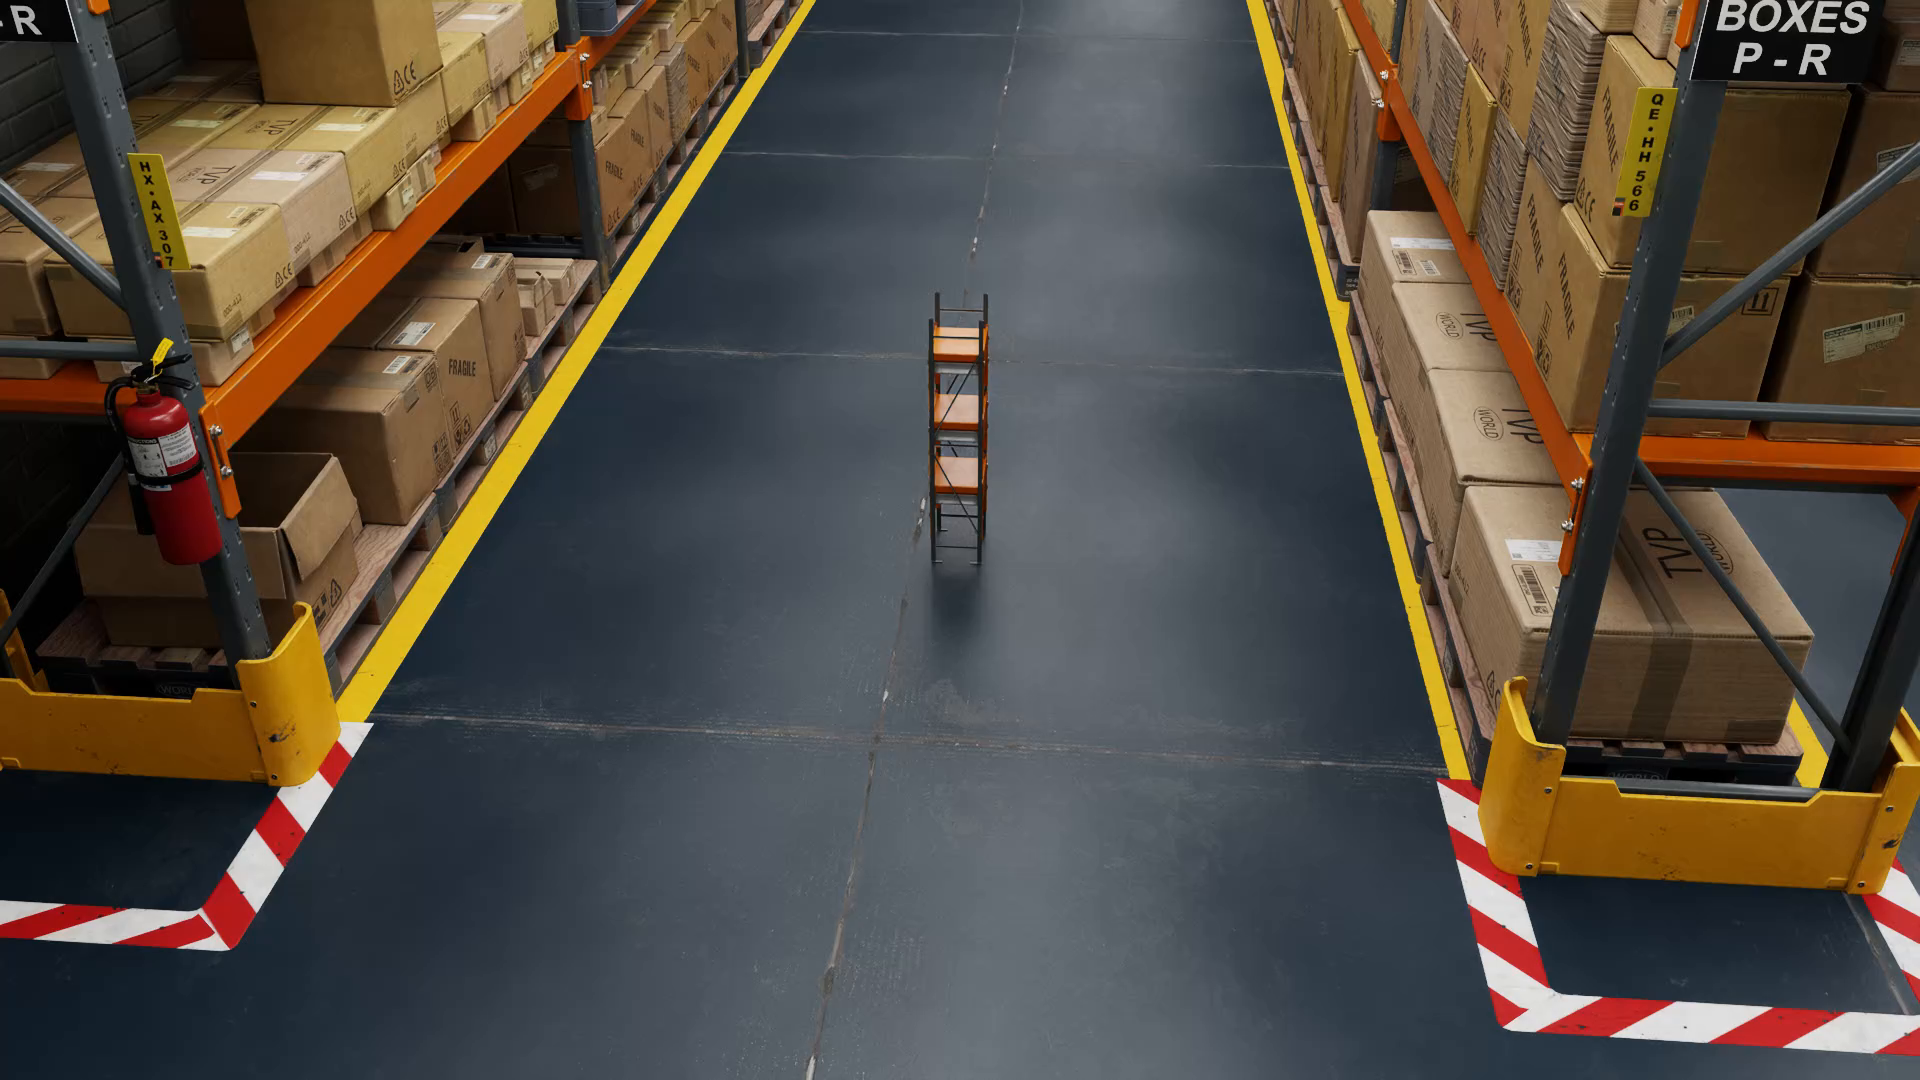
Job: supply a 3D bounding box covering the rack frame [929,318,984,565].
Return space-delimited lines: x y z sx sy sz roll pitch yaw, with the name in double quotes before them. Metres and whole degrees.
"rack frame" -0.014 -0.355 6.326 0.200 1.050 0.008 2 32 4

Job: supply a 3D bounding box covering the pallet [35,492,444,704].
"pallet" -2.642 0.189 6.242 1.003 0.211 1.213 2 32 4

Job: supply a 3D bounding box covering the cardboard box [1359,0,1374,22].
"cardboard box" 2.388 -2.871 8.692 0.500 0.250 0.500 2 32 3

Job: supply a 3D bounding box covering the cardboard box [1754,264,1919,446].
"cardboard box" 2.560 -0.613 4.790 0.500 0.500 0.500 2 32 4

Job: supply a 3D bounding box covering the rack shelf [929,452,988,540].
"rack shelf" -0.004 -0.173 6.581 0.215 0.259 0.240 2 32 4

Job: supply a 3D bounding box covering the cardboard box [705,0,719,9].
"cardboard box" -1.840 -3.702 11.263 0.380 0.149 0.250 1 32 1

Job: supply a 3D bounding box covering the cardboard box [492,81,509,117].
"cardboard box" -2.206 -1.939 7.276 0.380 0.149 0.250 3 32 5

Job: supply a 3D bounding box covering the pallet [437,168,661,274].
"pallet" -2.358 -1.873 9.588 1.003 0.211 1.213 2 32 4

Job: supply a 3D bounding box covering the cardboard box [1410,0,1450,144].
"cardboard box" 2.216 -1.969 6.990 0.500 0.500 0.500 3 32 4

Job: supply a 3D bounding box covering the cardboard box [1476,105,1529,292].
"cardboard box" 2.098 -1.169 5.692 0.500 0.500 0.500 3 32 5

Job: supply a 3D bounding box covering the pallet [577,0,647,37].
"pallet" -2.213 -2.965 8.885 1.003 0.211 1.213 2 32 4

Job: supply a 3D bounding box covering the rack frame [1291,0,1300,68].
"rack frame" 2.886 -4.515 11.217 1.000 3.000 0.127 2 32 4

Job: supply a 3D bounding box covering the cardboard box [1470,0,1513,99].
"cardboard box" 2.137 -1.858 5.857 0.500 0.500 0.500 2 32 4

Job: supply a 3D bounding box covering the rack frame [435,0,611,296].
"rack frame" -2.387 -2.633 8.164 1.000 3.000 0.127 2 32 4

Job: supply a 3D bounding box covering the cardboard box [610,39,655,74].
"cardboard box" -2.049 -2.886 9.937 0.380 0.149 0.250 4 32 6

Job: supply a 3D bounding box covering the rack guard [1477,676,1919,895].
"rack guard" 2.233 0.745 5.064 1.175 0.500 0.348 2 32 4

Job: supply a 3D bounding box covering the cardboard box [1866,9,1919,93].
"cardboard box" 2.540 -1.250 4.252 0.380 0.149 0.250 3 32 5

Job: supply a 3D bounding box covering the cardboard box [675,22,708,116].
"cardboard box" -1.973 -3.074 10.862 0.500 0.500 0.500 4 32 6

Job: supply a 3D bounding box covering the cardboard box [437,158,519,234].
"cardboard box" -2.642 -2.017 9.146 0.500 0.500 0.500 2 32 4

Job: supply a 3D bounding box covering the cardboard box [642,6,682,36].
"cardboard box" -1.992 -3.300 10.610 0.380 0.149 0.250 2 32 3

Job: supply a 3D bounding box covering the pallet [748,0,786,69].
"pallet" -1.955 -3.967 12.985 1.003 0.211 1.213 2 32 4

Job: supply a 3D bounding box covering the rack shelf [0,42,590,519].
"rack shelf" -2.550 -1.281 6.656 1.077 0.370 4.000 2 32 4

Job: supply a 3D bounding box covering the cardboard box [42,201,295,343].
"cardboard box" -2.407 -0.830 5.097 0.500 0.250 0.500 3 32 4

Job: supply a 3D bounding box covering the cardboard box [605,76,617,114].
"cardboard box" -2.138 -2.483 9.284 0.380 0.149 0.250 1 32 1

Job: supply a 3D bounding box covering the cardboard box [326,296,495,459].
"cardboard box" -2.317 -0.690 6.992 0.500 0.500 0.500 3 32 5

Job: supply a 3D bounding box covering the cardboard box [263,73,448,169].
"cardboard box" -2.308 -1.627 6.391 0.500 0.250 0.500 2 32 3

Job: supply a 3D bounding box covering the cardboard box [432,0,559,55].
"cardboard box" -2.185 -2.419 7.676 0.500 0.250 0.500 3 32 5

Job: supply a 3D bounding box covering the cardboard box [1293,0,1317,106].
"cardboard box" 2.747 -3.431 11.084 0.875 0.875 0.875 2 32 4

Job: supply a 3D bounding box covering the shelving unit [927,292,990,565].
"shelving unit" -0.004 -0.419 6.429 0.215 1.050 0.252 2 32 4

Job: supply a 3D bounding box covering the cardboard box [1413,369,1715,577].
"cardboard box" 2.255 -0.248 6.335 0.875 0.438 0.875 3 32 5

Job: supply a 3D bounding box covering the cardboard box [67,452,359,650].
"cardboard box" -2.568 0.027 5.827 0.797 0.503 0.637 1 32 2

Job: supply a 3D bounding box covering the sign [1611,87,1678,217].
"sign" 1.695 -0.956 4.112 0.100 0.325 0.005 2 32 4

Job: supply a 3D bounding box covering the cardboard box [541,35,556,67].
"cardboard box" -2.161 -2.349 7.942 0.380 0.149 0.250 3 32 5

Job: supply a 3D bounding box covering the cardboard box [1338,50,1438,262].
"cardboard box" 2.531 -2.025 8.802 0.875 0.875 0.875 3 32 6

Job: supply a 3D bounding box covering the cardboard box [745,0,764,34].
"cardboard box" -1.997 -4.218 12.599 0.875 0.625 0.625 3 32 6

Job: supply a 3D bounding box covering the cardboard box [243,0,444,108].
"cardboard box" -2.285 -1.934 6.173 0.500 0.500 0.500 3 32 5

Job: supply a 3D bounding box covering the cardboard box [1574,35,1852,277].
"cardboard box" 2.037 -1.062 4.566 0.500 0.500 0.500 3 32 6

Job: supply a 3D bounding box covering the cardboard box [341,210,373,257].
"cardboard box" -2.353 -1.137 5.976 0.380 0.149 0.250 3 32 5

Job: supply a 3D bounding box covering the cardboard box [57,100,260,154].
"cardboard box" -2.851 -1.385 5.997 0.500 0.250 0.500 3 32 6

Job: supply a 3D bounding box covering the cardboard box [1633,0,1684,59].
"cardboard box" 2.061 -1.406 4.506 0.380 0.149 0.250 3 32 5

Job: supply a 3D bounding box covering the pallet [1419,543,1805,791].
"pallet" 2.222 0.434 5.844 1.003 0.211 1.213 2 32 4

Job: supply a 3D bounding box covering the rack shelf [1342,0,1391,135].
"rack shelf" 2.723 -3.163 9.709 1.077 0.370 4.000 2 32 4

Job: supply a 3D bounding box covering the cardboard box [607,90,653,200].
"cardboard box" -2.090 -2.270 9.557 0.500 0.500 0.500 2 32 3

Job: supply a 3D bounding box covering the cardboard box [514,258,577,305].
"cardboard box" -2.140 -1.294 8.308 0.380 0.149 0.250 2 32 2

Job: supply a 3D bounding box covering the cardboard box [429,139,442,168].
"cardboard box" -2.305 -1.543 6.634 0.380 0.149 0.250 2 32 4

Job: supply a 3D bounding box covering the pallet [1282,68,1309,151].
"pallet" 2.747 -2.919 11.285 1.003 0.211 1.213 2 32 4

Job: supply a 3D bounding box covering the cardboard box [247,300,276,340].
"cardboard box" -2.438 -0.730 5.315 0.380 0.149 0.250 3 32 5
